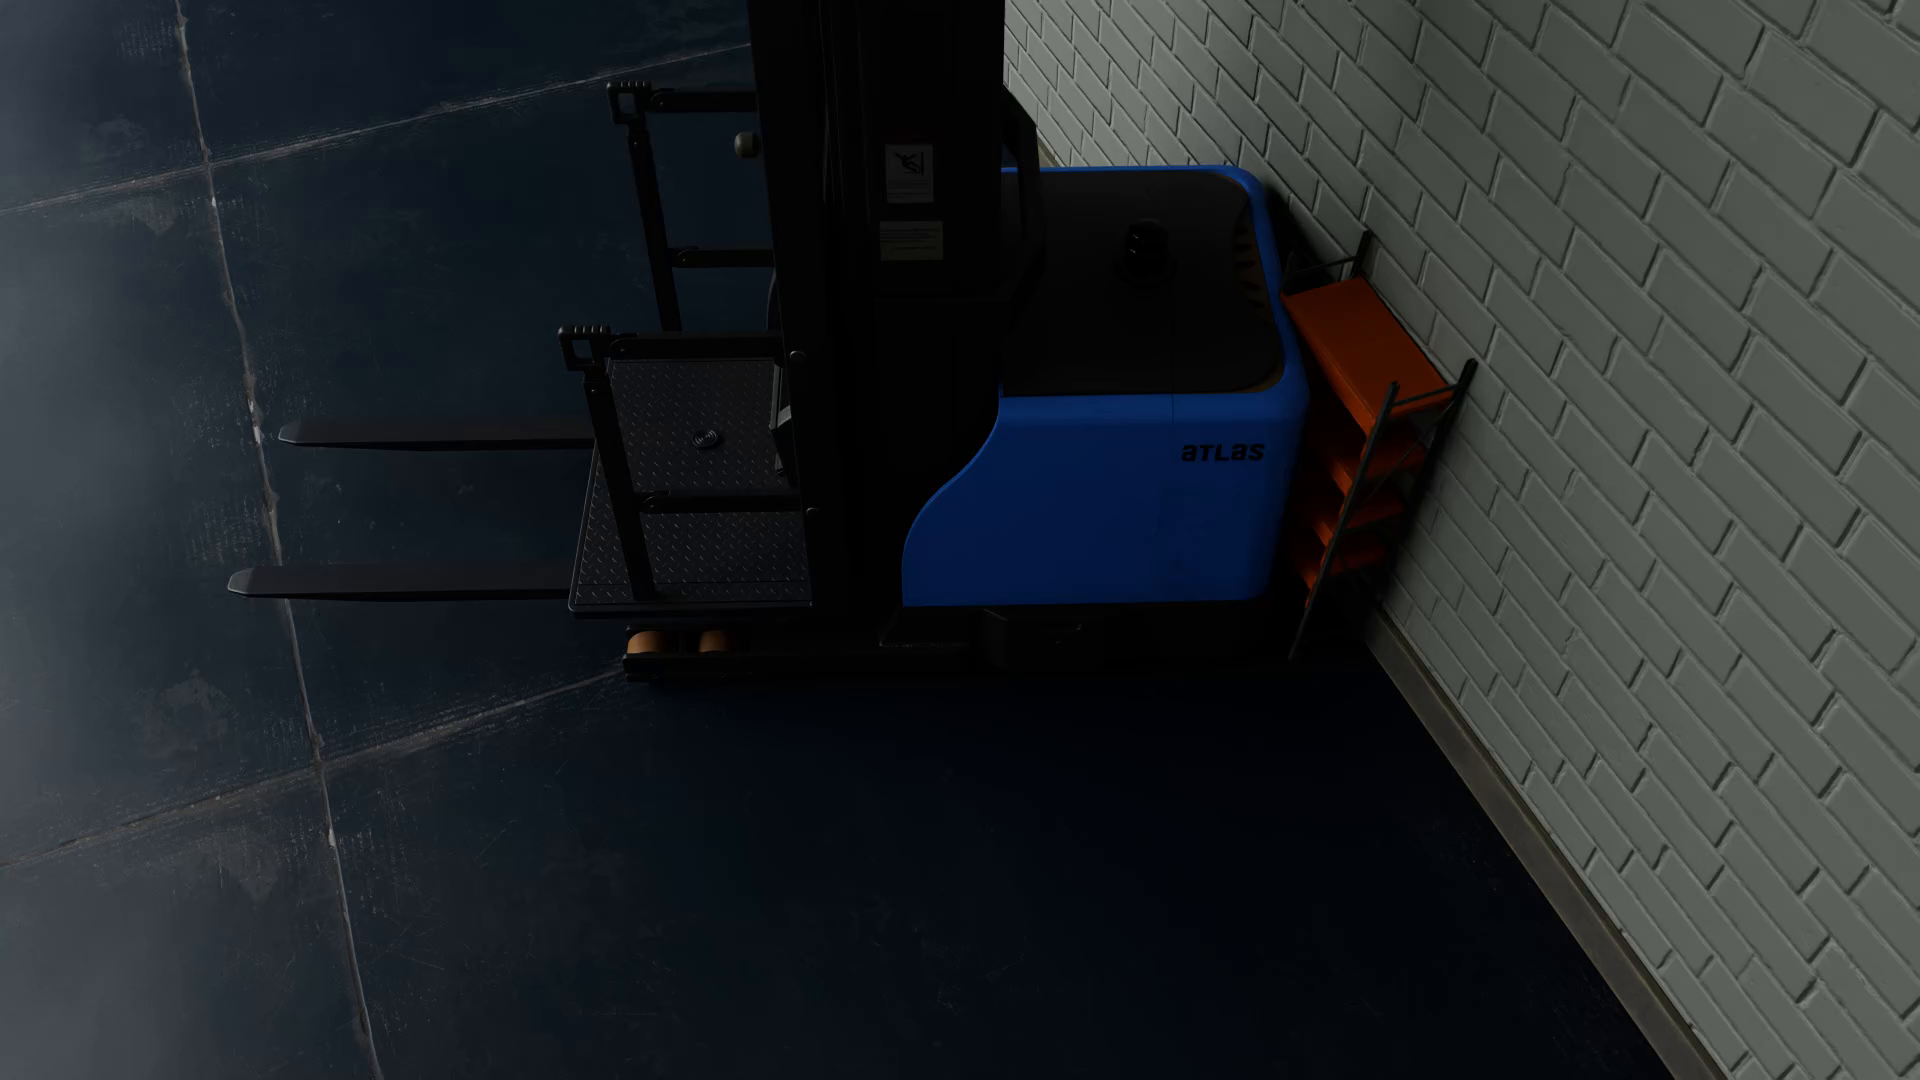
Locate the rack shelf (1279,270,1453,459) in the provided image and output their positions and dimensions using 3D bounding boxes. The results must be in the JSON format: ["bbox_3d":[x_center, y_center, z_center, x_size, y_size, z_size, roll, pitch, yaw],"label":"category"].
[{"bbox_3d":[1.044,-0.462,4.324,0.258,0.148,0.480,-17,55,-16],"label":"rack shelf"}]

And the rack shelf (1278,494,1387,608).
[{"bbox_3d":[1.010,-0.061,4.846,0.258,0.148,0.480,-17,55,-16],"label":"rack shelf"}]

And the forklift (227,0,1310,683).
[{"bbox_3d":[-0.625,-0.944,4.129,3.031,2.935,1.130,-1,49,-1],"label":"forklift"}]

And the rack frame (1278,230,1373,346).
[{"bbox_3d":[0.930,-0.405,4.768,0.240,1.200,0.015,-17,55,-16],"label":"rack frame"}]

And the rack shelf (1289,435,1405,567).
[{"bbox_3d":[1.020,-0.182,4.688,0.258,0.148,0.480,-17,55,-16],"label":"rack shelf"}]

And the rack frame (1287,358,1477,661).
[{"bbox_3d":[1.118,-0.042,4.502,0.240,1.200,0.015,-17,55,-16],"label":"rack frame"}]

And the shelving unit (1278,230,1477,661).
[{"bbox_3d":[1.024,-0.223,4.635,0.258,1.200,0.503,-17,55,-16],"label":"shelving unit"}]

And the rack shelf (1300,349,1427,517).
[{"bbox_3d":[1.032,-0.318,4.511,0.258,0.148,0.480,-17,55,-16],"label":"rack shelf"}]
